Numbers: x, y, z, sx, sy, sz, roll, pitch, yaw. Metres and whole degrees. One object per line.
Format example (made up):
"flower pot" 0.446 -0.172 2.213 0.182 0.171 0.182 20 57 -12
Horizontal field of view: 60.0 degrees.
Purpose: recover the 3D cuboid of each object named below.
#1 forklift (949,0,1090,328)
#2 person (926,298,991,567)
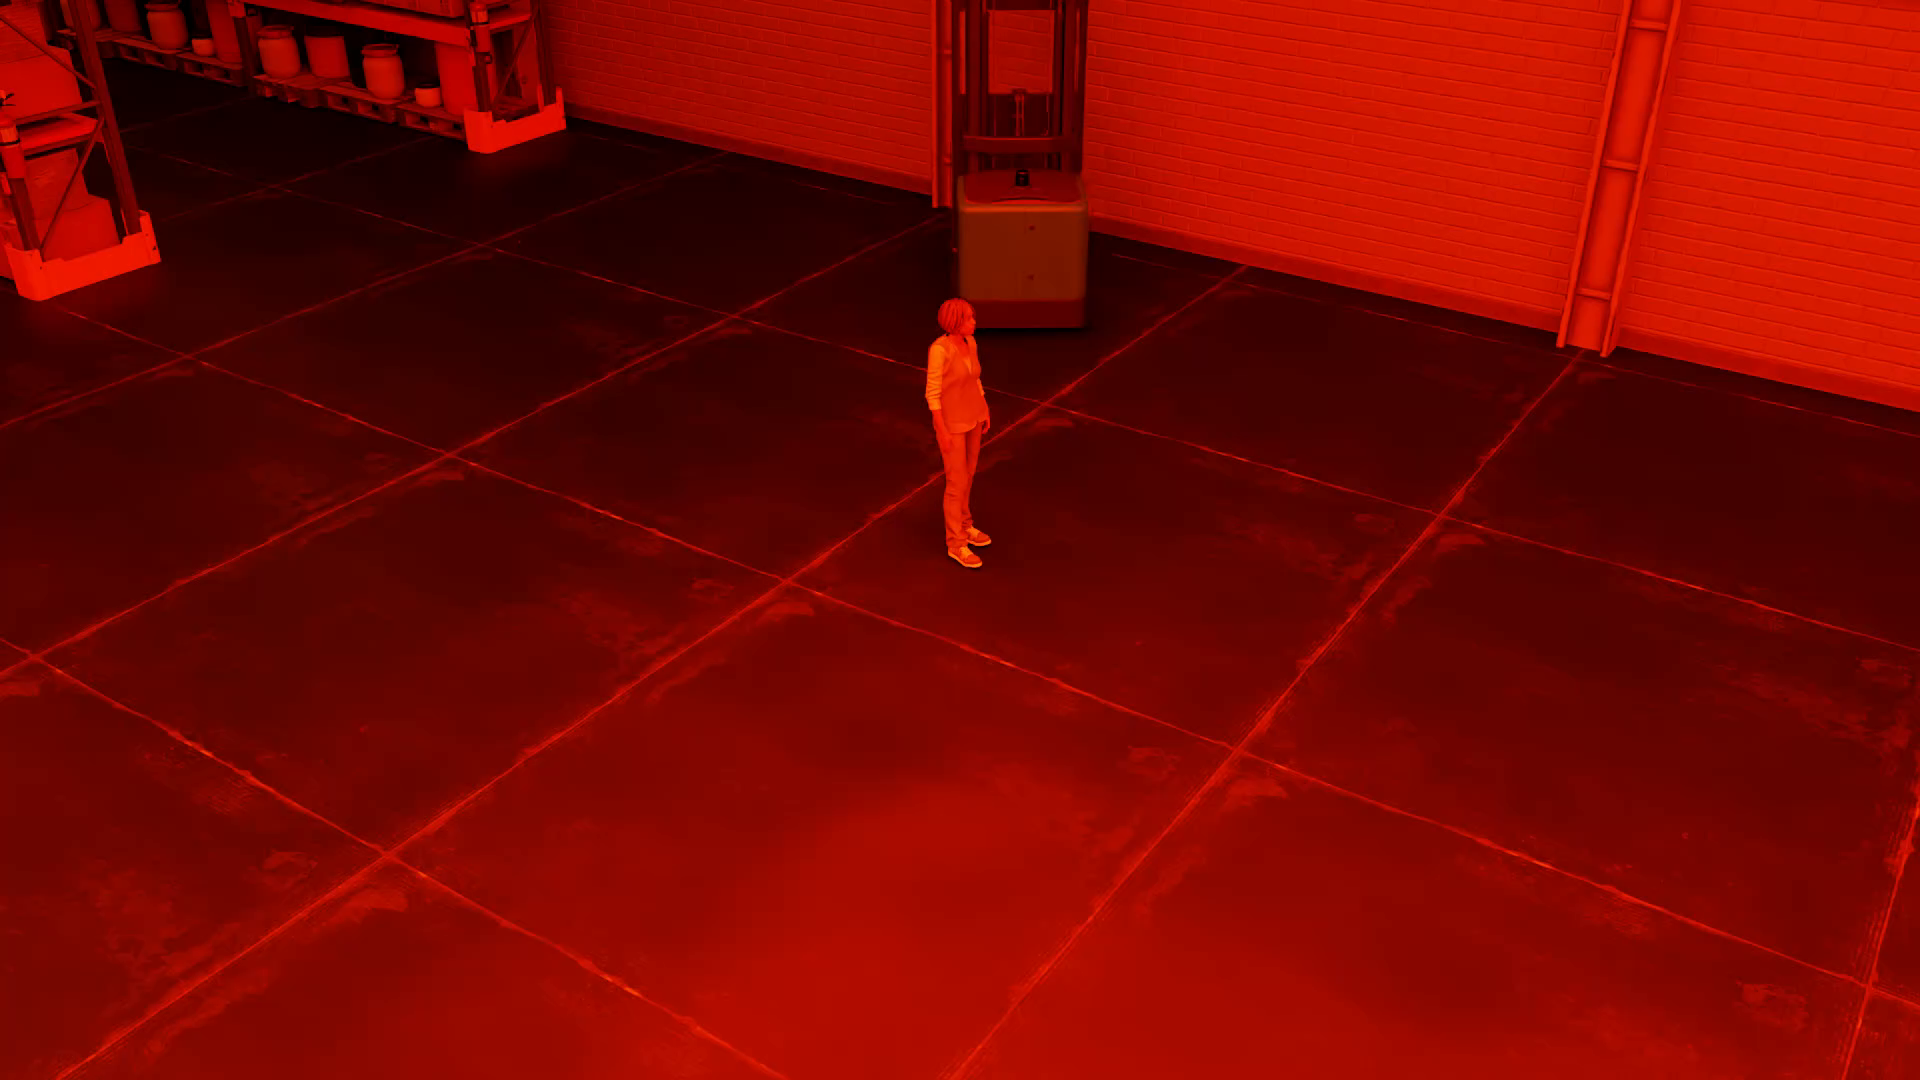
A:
"forklift" 0.471 -3.656 13.877 1.130 2.935 3.031 -1 30 -1
"person" 0.053 -0.669 10.050 0.475 1.593 0.520 19 35 29
